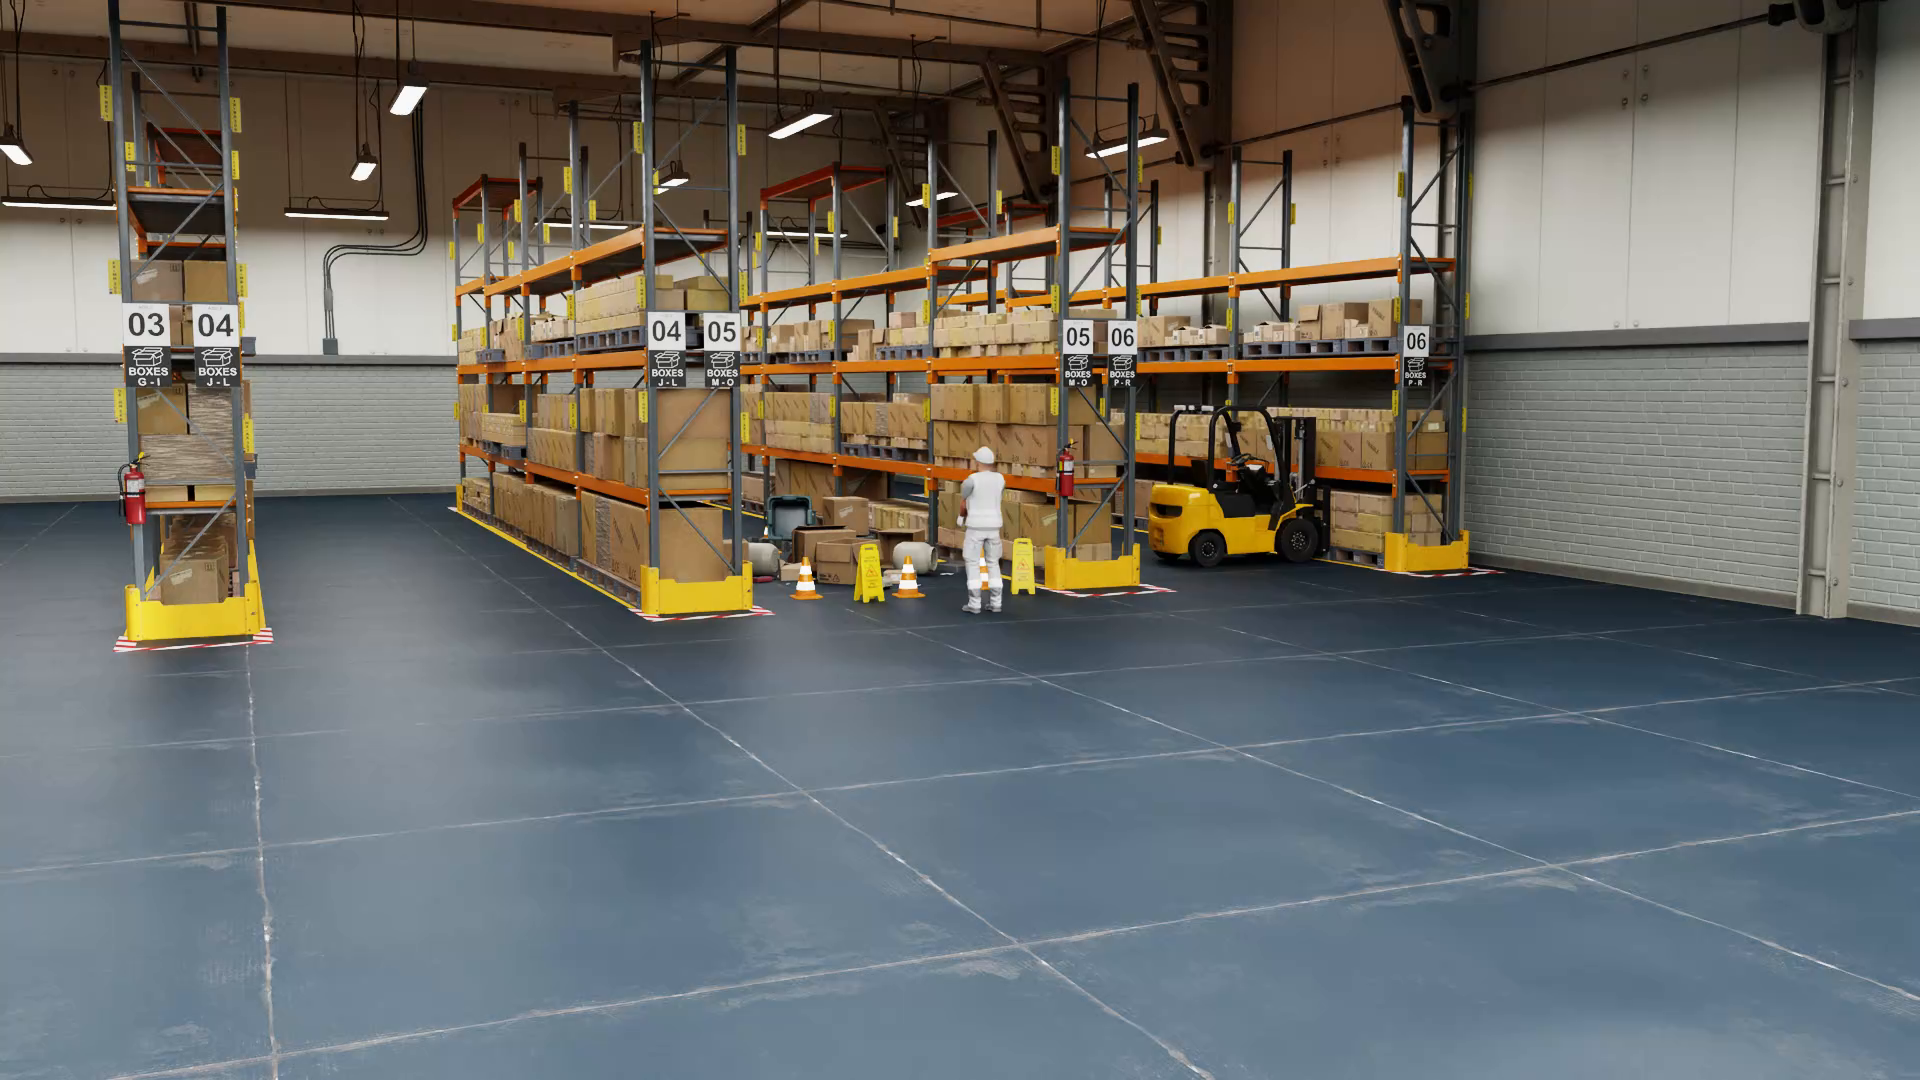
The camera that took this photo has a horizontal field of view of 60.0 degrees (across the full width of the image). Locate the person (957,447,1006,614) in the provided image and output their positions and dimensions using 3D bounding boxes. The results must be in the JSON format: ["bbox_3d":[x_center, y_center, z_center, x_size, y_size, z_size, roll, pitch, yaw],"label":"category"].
[{"bbox_3d":[0.204,-0.119,17.884,0.493,1.782,0.563,-2,6,-23],"label":"person"}]
